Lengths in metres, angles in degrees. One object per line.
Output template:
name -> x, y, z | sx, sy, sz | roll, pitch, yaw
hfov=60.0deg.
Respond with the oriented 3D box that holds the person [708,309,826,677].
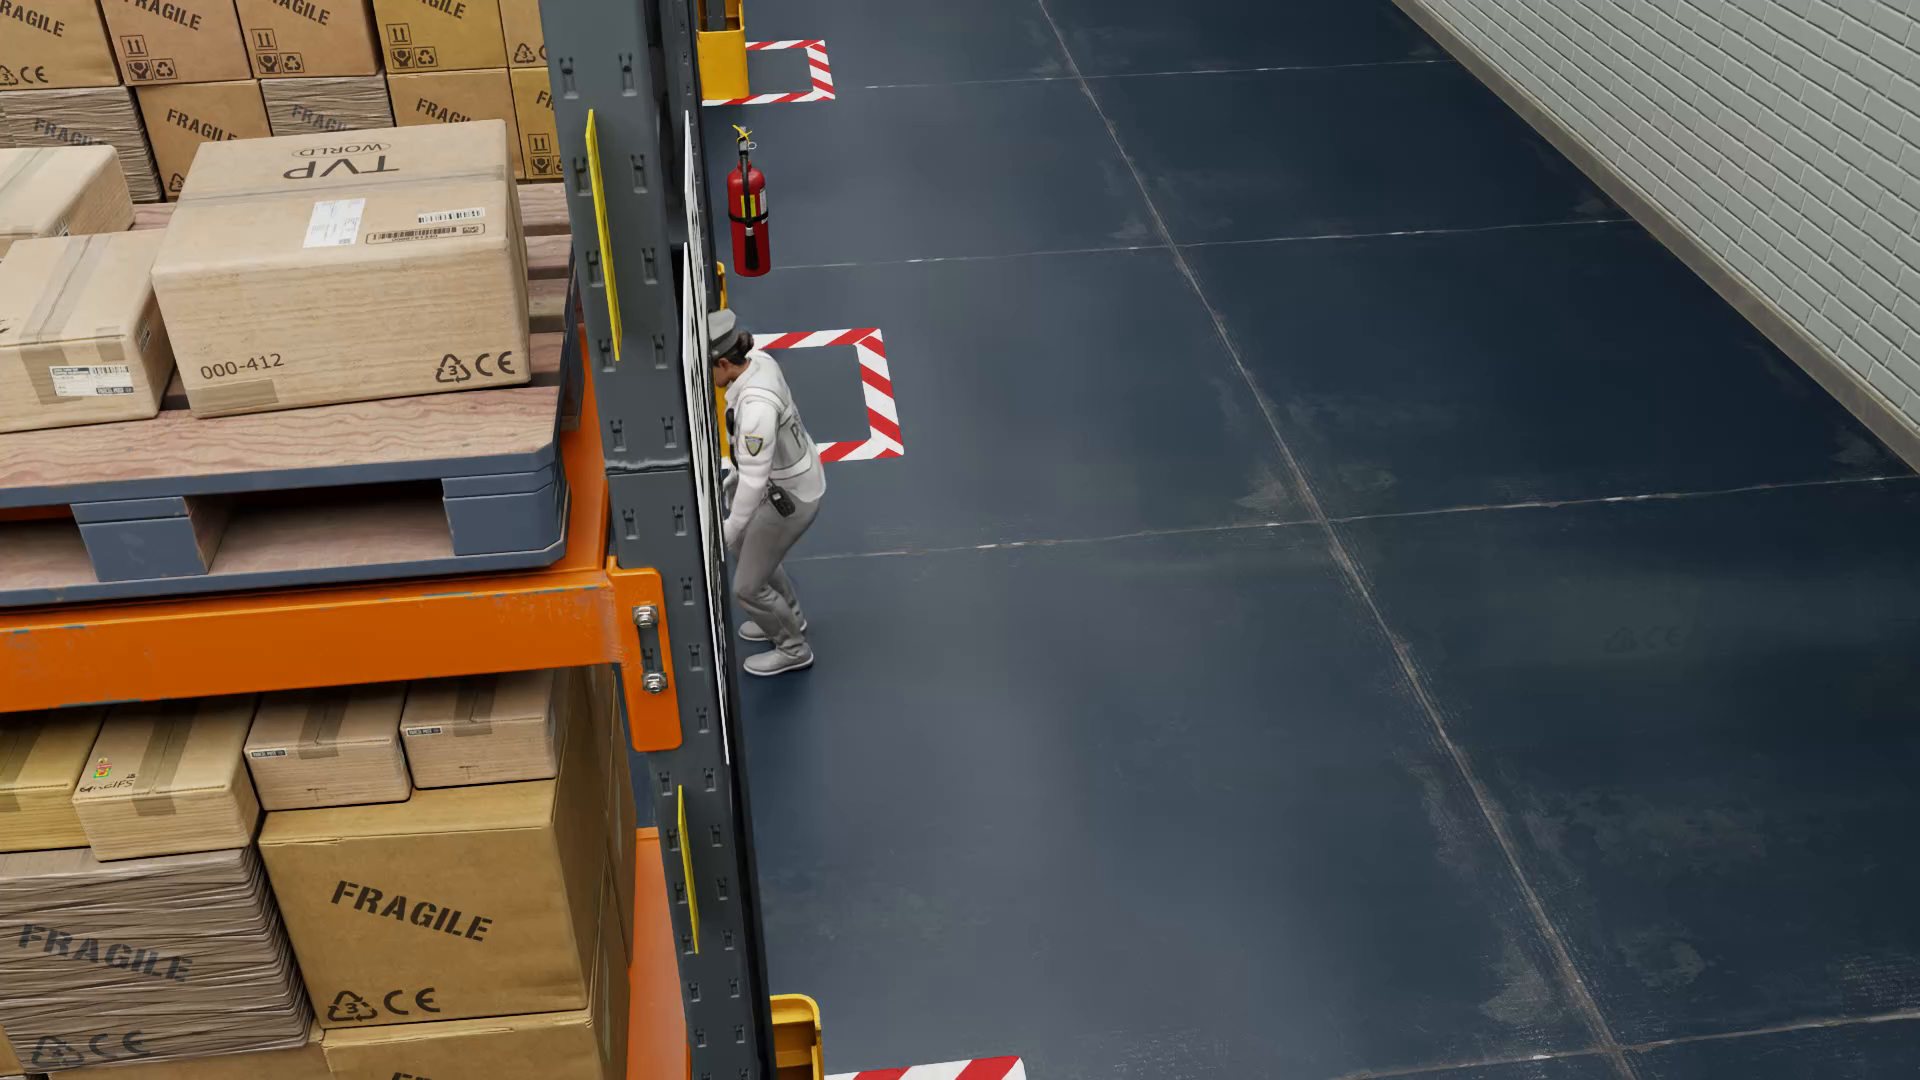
person -> -0.783, -0.165, 6.468 | 0.526, 1.576, 0.516 | -4, 35, -5
